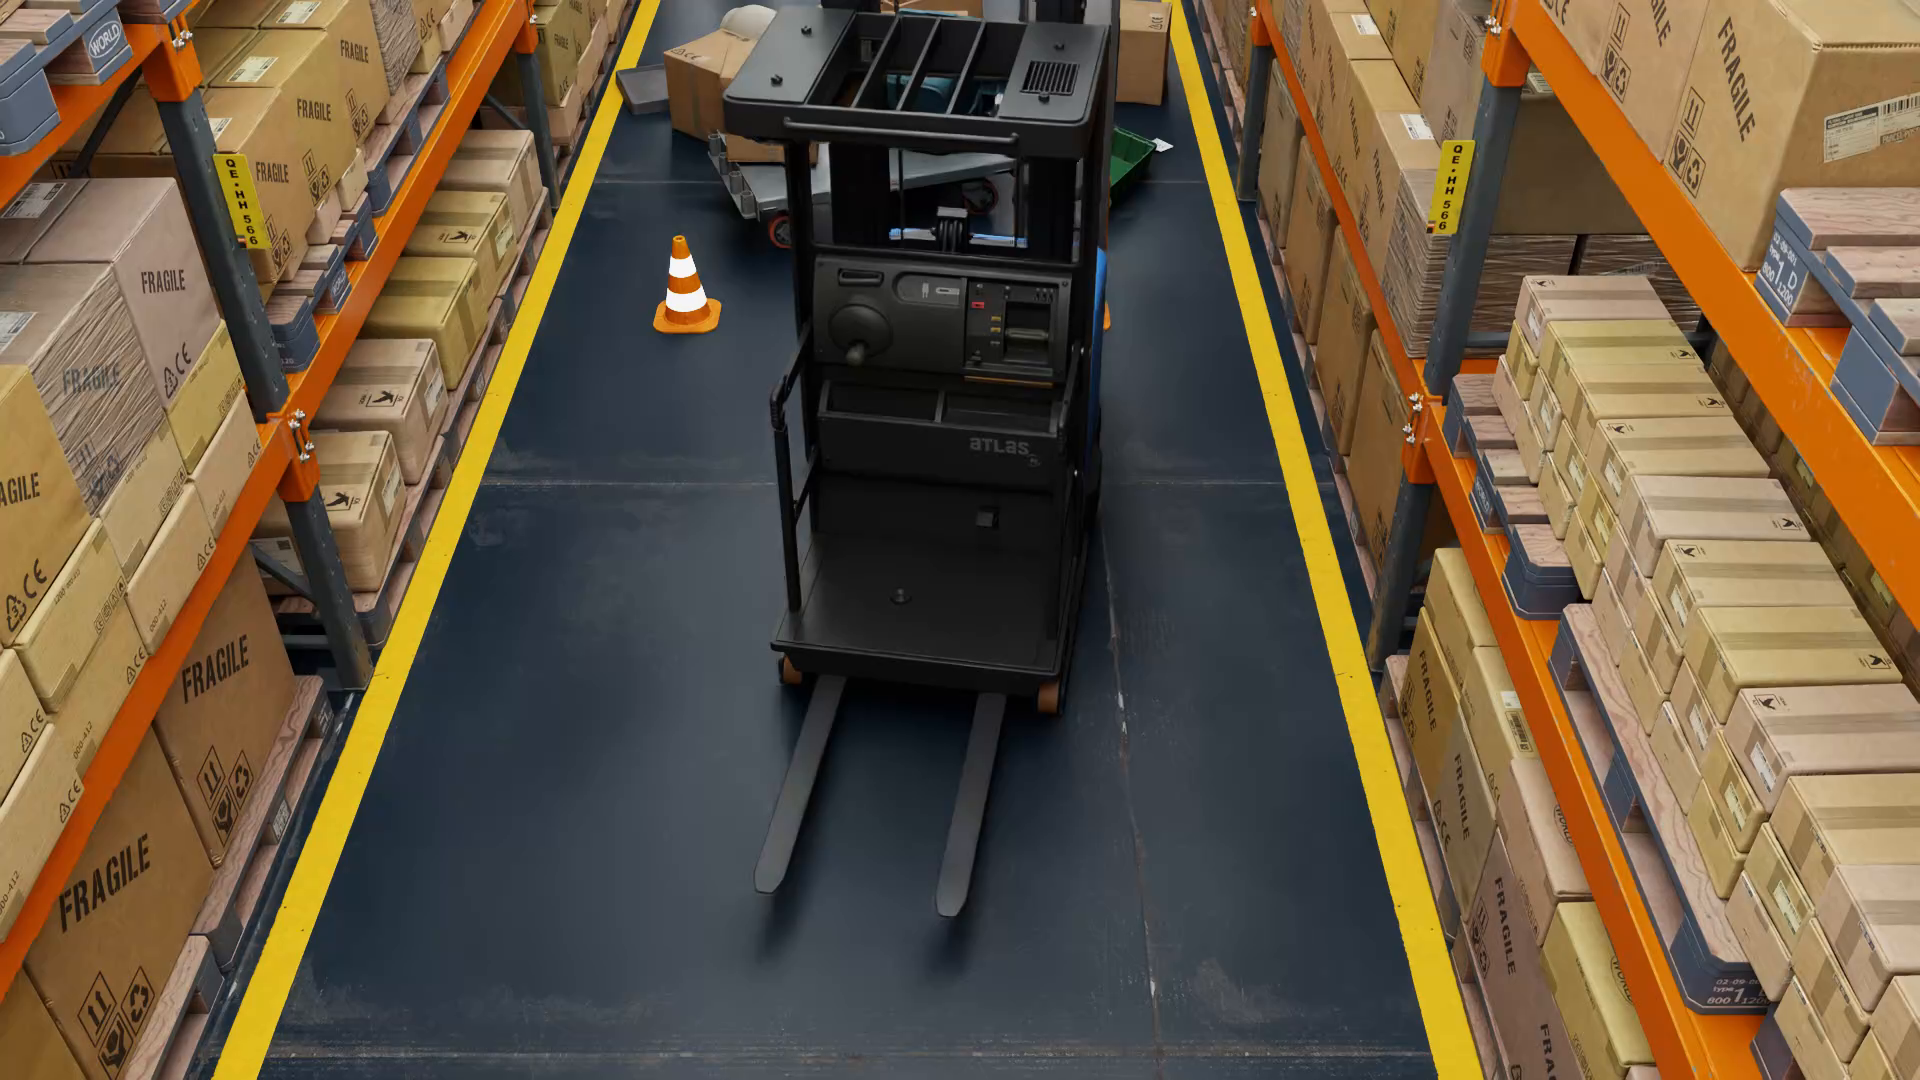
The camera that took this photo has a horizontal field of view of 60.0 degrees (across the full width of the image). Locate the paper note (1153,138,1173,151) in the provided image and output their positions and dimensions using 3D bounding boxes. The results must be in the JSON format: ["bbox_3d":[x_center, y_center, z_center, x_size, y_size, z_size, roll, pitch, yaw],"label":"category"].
[{"bbox_3d":[1.217,-2.442,10.273,0.147,0.020,0.142,-28,46,-30],"label":"paper note"}]

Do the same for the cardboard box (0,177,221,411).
[{"bbox_3d":[-2.560,-0.719,4.869,0.500,0.500,0.500,-1,39,-1],"label":"cardboard box"}]

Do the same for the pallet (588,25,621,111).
[{"bbox_3d":[-2.867,-3.211,11.088,1.003,0.211,1.213,0,39,0],"label":"pallet"}]

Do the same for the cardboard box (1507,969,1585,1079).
[{"bbox_3d":[1.883,1.529,4.606,0.500,0.500,0.500,-1,39,-1],"label":"cardboard box"}]

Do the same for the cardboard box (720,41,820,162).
[{"bbox_3d":[-1.047,-2.454,9.307,0.500,0.500,0.500,0,39,0],"label":"cardboard box"}]

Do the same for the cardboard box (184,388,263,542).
[{"bbox_3d":[-2.562,-0.238,5.268,0.500,0.250,0.500,-1,39,-2],"label":"cardboard box"}]

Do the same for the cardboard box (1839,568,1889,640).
[{"bbox_3d":[2.585,0.203,4.463,0.380,0.149,0.250,-2,39,-2],"label":"cardboard box"}]

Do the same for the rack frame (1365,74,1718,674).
[{"bbox_3d":[2.127,-0.679,5.699,1.000,3.000,0.127,0,39,0],"label":"rack frame"}]

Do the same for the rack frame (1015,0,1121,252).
[{"bbox_3d":[0.439,-1.356,7.263,0.400,2.100,0.015,2,39,3],"label":"rack frame"}]

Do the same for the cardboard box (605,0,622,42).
[{"bbox_3d":[-2.563,-3.550,11.144,0.500,0.250,0.500,-1,39,-2],"label":"cardboard box"}]

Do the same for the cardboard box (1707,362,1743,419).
[{"bbox_3d":[2.588,-0.437,5.262,0.380,0.149,0.250,1,39,1],"label":"cardboard box"}]

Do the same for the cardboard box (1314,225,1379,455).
[{"bbox_3d":[2.212,-0.893,7.429,1.050,0.750,0.750,1,39,1],"label":"cardboard box"}]

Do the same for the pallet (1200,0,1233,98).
[{"bbox_3d":[2.196,-3.333,11.241,1.003,0.211,1.213,0,39,0],"label":"pallet"}]

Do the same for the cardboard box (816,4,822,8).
[{"bbox_3d":[-0.810,-3.685,11.730,0.380,0.149,0.250,20,43,23],"label":"cardboard box"}]

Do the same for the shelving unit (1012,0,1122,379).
[{"bbox_3d":[0.455,-1.508,7.453,0.431,2.100,0.503,2,39,3],"label":"shelving unit"}]

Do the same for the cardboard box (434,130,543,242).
[{"bbox_3d":[-2.824,-1.925,9.018,0.950,0.372,0.625,0,39,1],"label":"cardboard box"}]

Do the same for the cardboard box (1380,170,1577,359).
[{"bbox_3d":[1.858,-1.000,6.019,0.500,0.500,0.500,0,39,0],"label":"cardboard box"}]

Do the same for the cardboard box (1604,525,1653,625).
[{"bbox_3d":[1.933,0.091,4.365,0.380,0.149,0.250,0,39,0],"label":"cardboard box"}]

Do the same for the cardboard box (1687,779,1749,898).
[{"bbox_3d":[1.929,0.693,3.851,0.380,0.149,0.250,2,39,2],"label":"cardboard box"}]

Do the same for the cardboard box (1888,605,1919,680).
[{"bbox_3d":[2.587,0.254,4.162,0.380,0.149,0.250,1,39,1],"label":"cardboard box"}]

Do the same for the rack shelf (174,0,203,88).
[{"bbox_3d":[-2.825,-2.753,6.464,1.077,0.370,4.000,0,39,0],"label":"rack shelf"}]

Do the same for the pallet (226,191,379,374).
[{"bbox_3d":[-2.930,-0.983,6.232,1.213,0.211,1.003,0,39,0],"label":"pallet"}]

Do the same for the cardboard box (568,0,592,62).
[{"bbox_3d":[-2.570,-3.202,10.110,0.500,0.500,0.500,1,39,2],"label":"cardboard box"}]

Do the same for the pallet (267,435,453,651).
[{"bbox_3d":[-2.822,-0.013,7.098,1.003,0.211,1.213,0,39,0],"label":"pallet"}]

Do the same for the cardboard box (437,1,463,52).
[{"bbox_3d":[-2.528,-2.373,7.678,0.380,0.149,0.250,0,39,0],"label":"cardboard box"}]

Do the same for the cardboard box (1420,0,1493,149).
[{"bbox_3d":[2.135,-1.706,6.100,0.700,0.500,0.500,-1,39,-1],"label":"cardboard box"}]

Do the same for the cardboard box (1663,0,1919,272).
[{"bbox_3d":[1.875,-0.906,3.504,0.500,0.500,0.500,0,39,0],"label":"cardboard box"}]

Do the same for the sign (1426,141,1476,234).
[{"bbox_3d":[1.572,-1.129,5.334,0.100,0.325,0.005,0,39,0],"label":"sign"}]

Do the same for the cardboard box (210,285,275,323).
[{"bbox_3d":[-2.637,-0.882,5.817,0.380,0.149,0.250,-2,39,-3],"label":"cardboard box"}]

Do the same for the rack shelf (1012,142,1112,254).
[{"bbox_3d":[0.455,-1.498,7.461,0.431,0.518,0.480,2,39,3],"label":"rack shelf"}]

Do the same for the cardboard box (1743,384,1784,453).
[{"bbox_3d":[2.585,-0.386,4.960,0.380,0.149,0.250,1,39,2],"label":"cardboard box"}]

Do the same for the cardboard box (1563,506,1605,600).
[{"bbox_3d":[1.929,0.040,4.667,0.380,0.149,0.250,2,39,2],"label":"cardboard box"}]

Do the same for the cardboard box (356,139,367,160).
[{"bbox_3d":[-2.616,-1.553,6.654,0.380,0.149,0.250,2,39,3],"label":"cardboard box"}]

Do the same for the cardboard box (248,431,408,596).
[{"bbox_3d":[-2.813,-0.104,6.747,0.950,0.372,0.625,-2,39,-3],"label":"cardboard box"}]

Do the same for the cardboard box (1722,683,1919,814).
[{"bbox_3d":[1.936,0.458,3.669,0.380,0.149,0.250,-2,39,-2],"label":"cardboard box"}]

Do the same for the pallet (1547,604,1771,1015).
[{"bbox_3d":[2.171,0.633,4.215,1.003,0.211,1.213,0,39,0],"label":"pallet"}]

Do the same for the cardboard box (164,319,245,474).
[{"bbox_3d":[-2.568,-0.447,5.129,0.500,0.250,0.500,0,39,0],"label":"cardboard box"}]

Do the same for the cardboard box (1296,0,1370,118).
[{"bbox_3d":[1.854,-2.262,7.595,0.500,0.500,0.500,0,39,0],"label":"cardboard box"}]

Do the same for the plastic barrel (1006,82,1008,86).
[{"bbox_3d":[0.588,-2.884,10.510,0.512,0.421,0.421,28,46,30],"label":"plastic barrel"}]

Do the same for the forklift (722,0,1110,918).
[{"bbox_3d":[-0.100,-0.718,5.803,1.130,2.935,3.031,6,39,7],"label":"forklift"}]

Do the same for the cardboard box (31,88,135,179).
[{"bbox_3d":[-3.101,-1.216,5.715,0.500,0.500,0.500,-1,39,-1],"label":"cardboard box"}]

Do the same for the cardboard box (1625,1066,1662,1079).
[{"bbox_3d":[1.891,1.554,3.976,0.500,0.250,0.500,2,39,2],"label":"cardboard box"}]

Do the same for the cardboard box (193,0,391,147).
[{"bbox_3d":[-2.606,-1.871,6.533,0.500,0.500,0.500,1,39,1],"label":"cardboard box"}]

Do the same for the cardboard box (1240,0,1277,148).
[{"bbox_3d":[2.192,-2.909,9.845,0.875,0.875,0.875,1,39,1],"label":"cardboard box"}]

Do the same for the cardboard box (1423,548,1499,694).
[{"bbox_3d":[1.886,0.271,5.577,0.500,0.250,0.500,-2,39,-2],"label":"cardboard box"}]

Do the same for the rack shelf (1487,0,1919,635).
[{"bbox_3d":[2.130,-0.319,3.425,1.077,0.370,4.000,0,39,0],"label":"rack shelf"}]

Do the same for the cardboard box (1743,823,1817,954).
[{"bbox_3d":[1.932,0.738,3.558,0.380,0.149,0.250,-2,39,-2],"label":"cardboard box"}]

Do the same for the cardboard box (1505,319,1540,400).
[{"bbox_3d":[1.927,-0.559,5.176,0.380,0.149,0.250,2,39,2],"label":"cardboard box"}]

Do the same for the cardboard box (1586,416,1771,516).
[{"bbox_3d":[1.933,-0.201,4.492,0.380,0.149,0.250,-2,39,-2],"label":"cardboard box"}]

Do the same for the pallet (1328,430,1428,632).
[{"bbox_3d":[2.202,-0.084,7.187,1.003,0.211,1.213,0,39,0],"label":"pallet"}]
